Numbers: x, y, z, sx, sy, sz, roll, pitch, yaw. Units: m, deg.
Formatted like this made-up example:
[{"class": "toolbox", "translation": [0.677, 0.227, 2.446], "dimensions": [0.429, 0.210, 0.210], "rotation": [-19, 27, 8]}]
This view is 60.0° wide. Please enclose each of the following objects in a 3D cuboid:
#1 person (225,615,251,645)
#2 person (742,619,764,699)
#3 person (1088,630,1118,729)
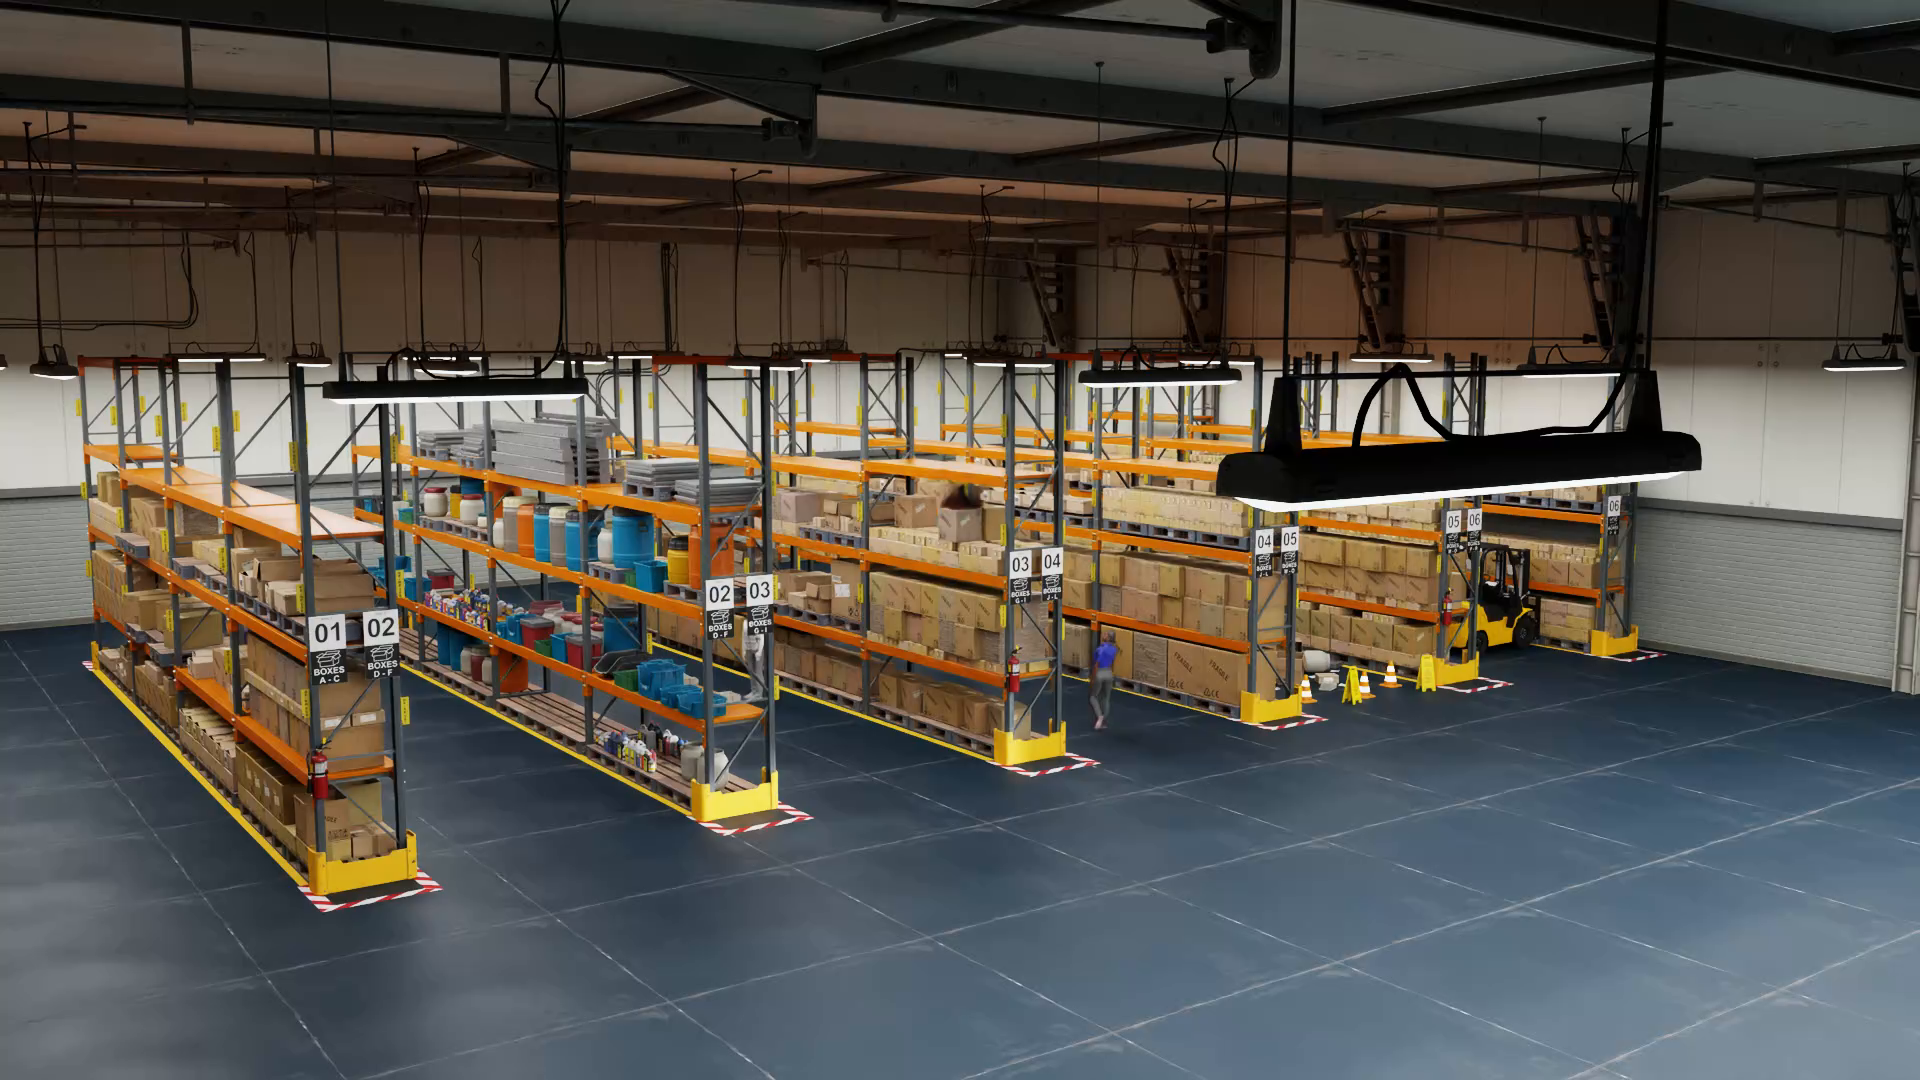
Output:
[{"class": "person", "translation": [-13.345, 1.809, 30.783], "dimensions": [0.466, 1.606, 0.929], "rotation": [-4, 8, -29]}, {"class": "person", "translation": [-3.636, 1.958, 29.193], "dimensions": [0.498, 1.688, 0.396], "rotation": [4, 8, 30]}, {"class": "person", "translation": [2.332, 2.257, 26.904], "dimensions": [0.462, 1.622, 0.508], "rotation": [-1, 7, -8]}]
